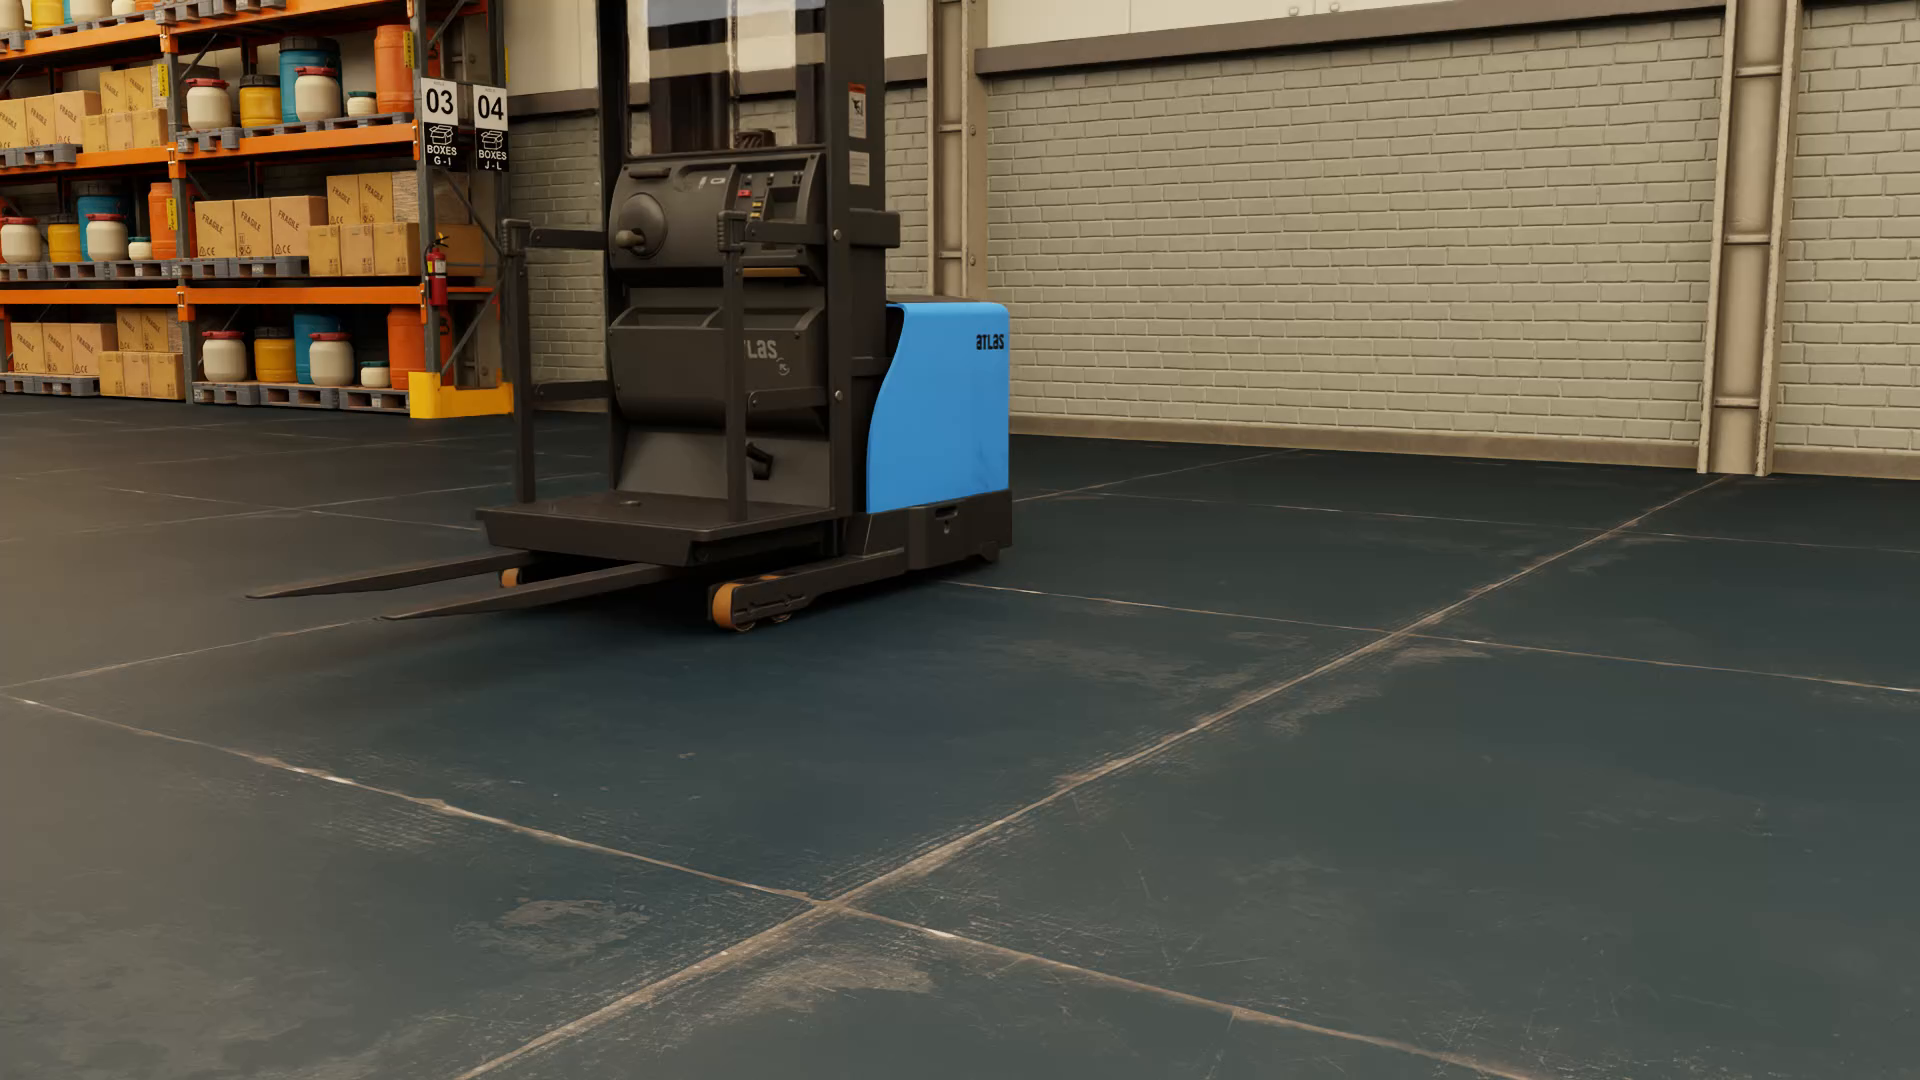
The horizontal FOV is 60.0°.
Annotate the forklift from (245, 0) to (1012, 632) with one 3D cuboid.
[{"bbox_3d":[-1.003,-1.223,5.790,1.130,2.935,3.031,5,10,32],"label":"forklift"}]
